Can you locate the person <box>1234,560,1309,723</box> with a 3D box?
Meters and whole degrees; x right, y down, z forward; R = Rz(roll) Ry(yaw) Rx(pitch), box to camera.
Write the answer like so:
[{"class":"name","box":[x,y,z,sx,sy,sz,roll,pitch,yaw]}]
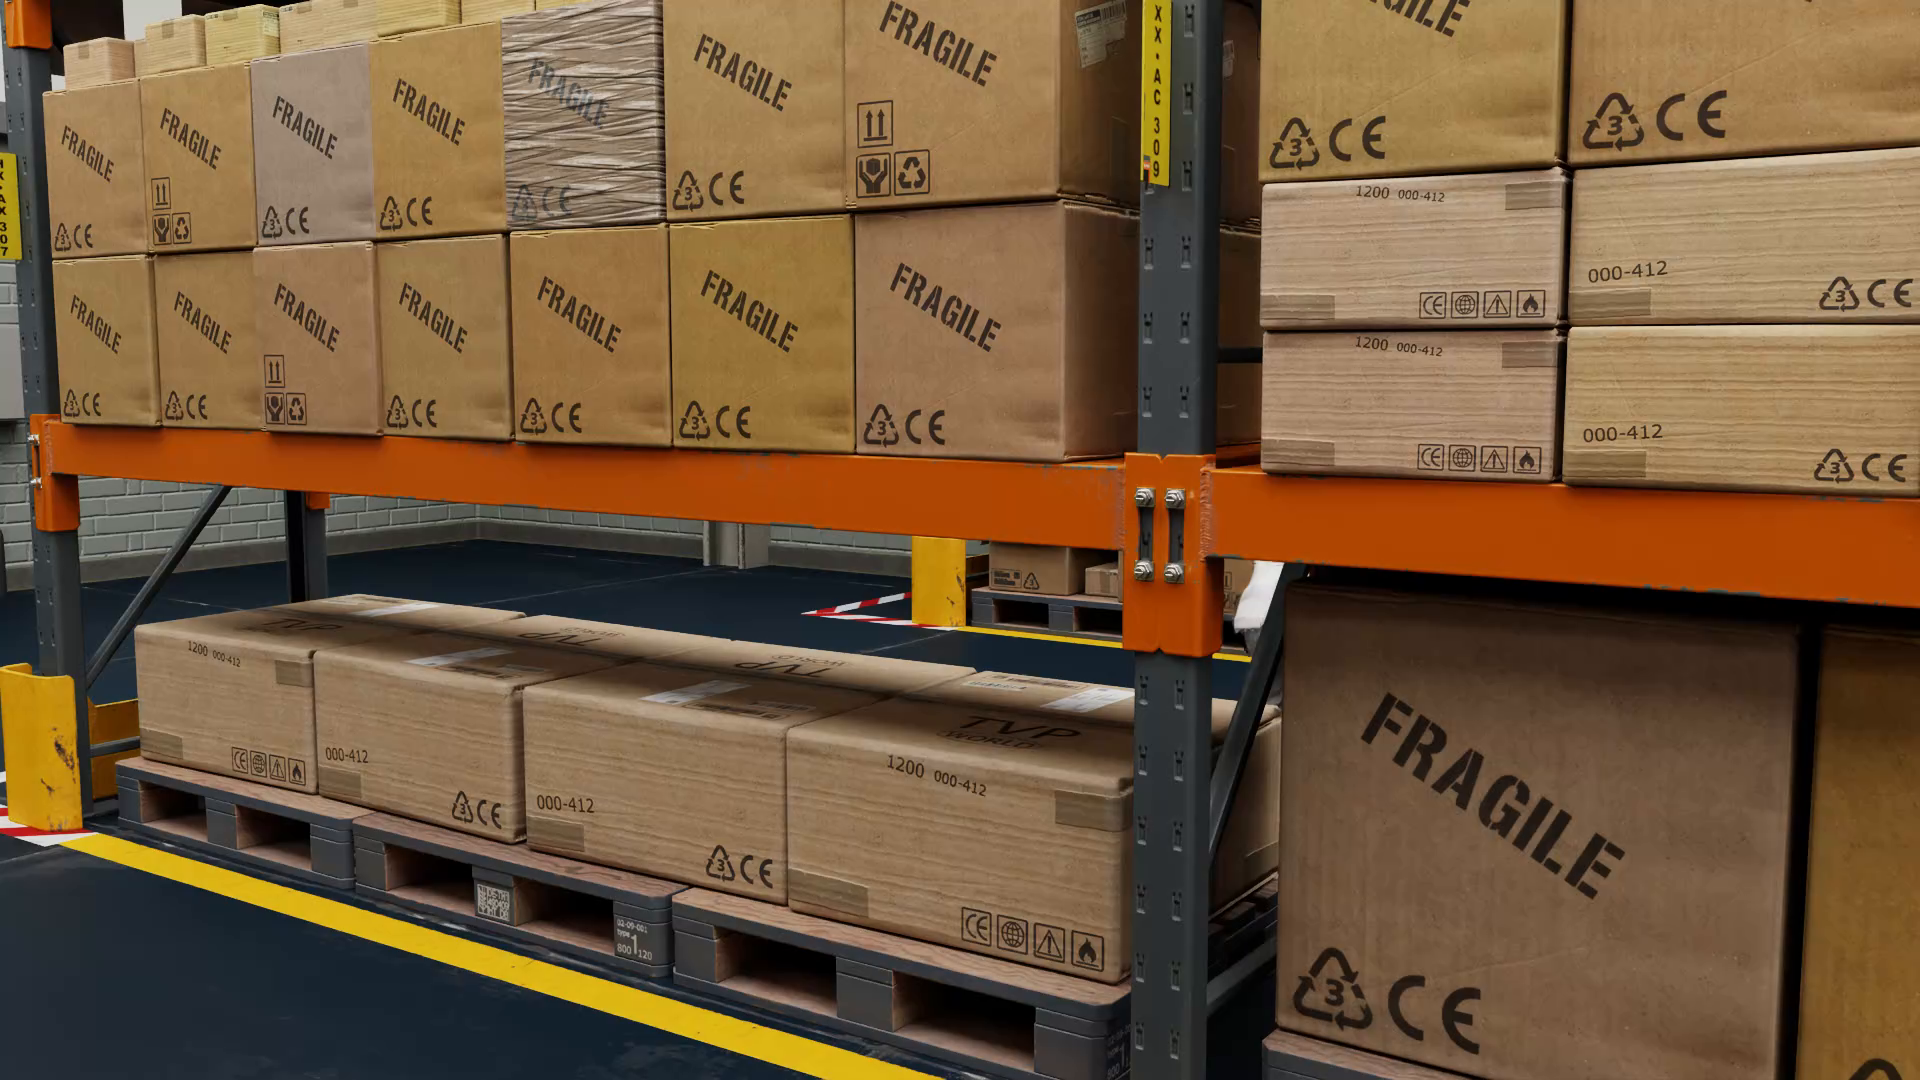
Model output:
[{"class":"person","box":[1.390,0.328,6.633,0.577,0.922,0.908,4,7,33]}]
